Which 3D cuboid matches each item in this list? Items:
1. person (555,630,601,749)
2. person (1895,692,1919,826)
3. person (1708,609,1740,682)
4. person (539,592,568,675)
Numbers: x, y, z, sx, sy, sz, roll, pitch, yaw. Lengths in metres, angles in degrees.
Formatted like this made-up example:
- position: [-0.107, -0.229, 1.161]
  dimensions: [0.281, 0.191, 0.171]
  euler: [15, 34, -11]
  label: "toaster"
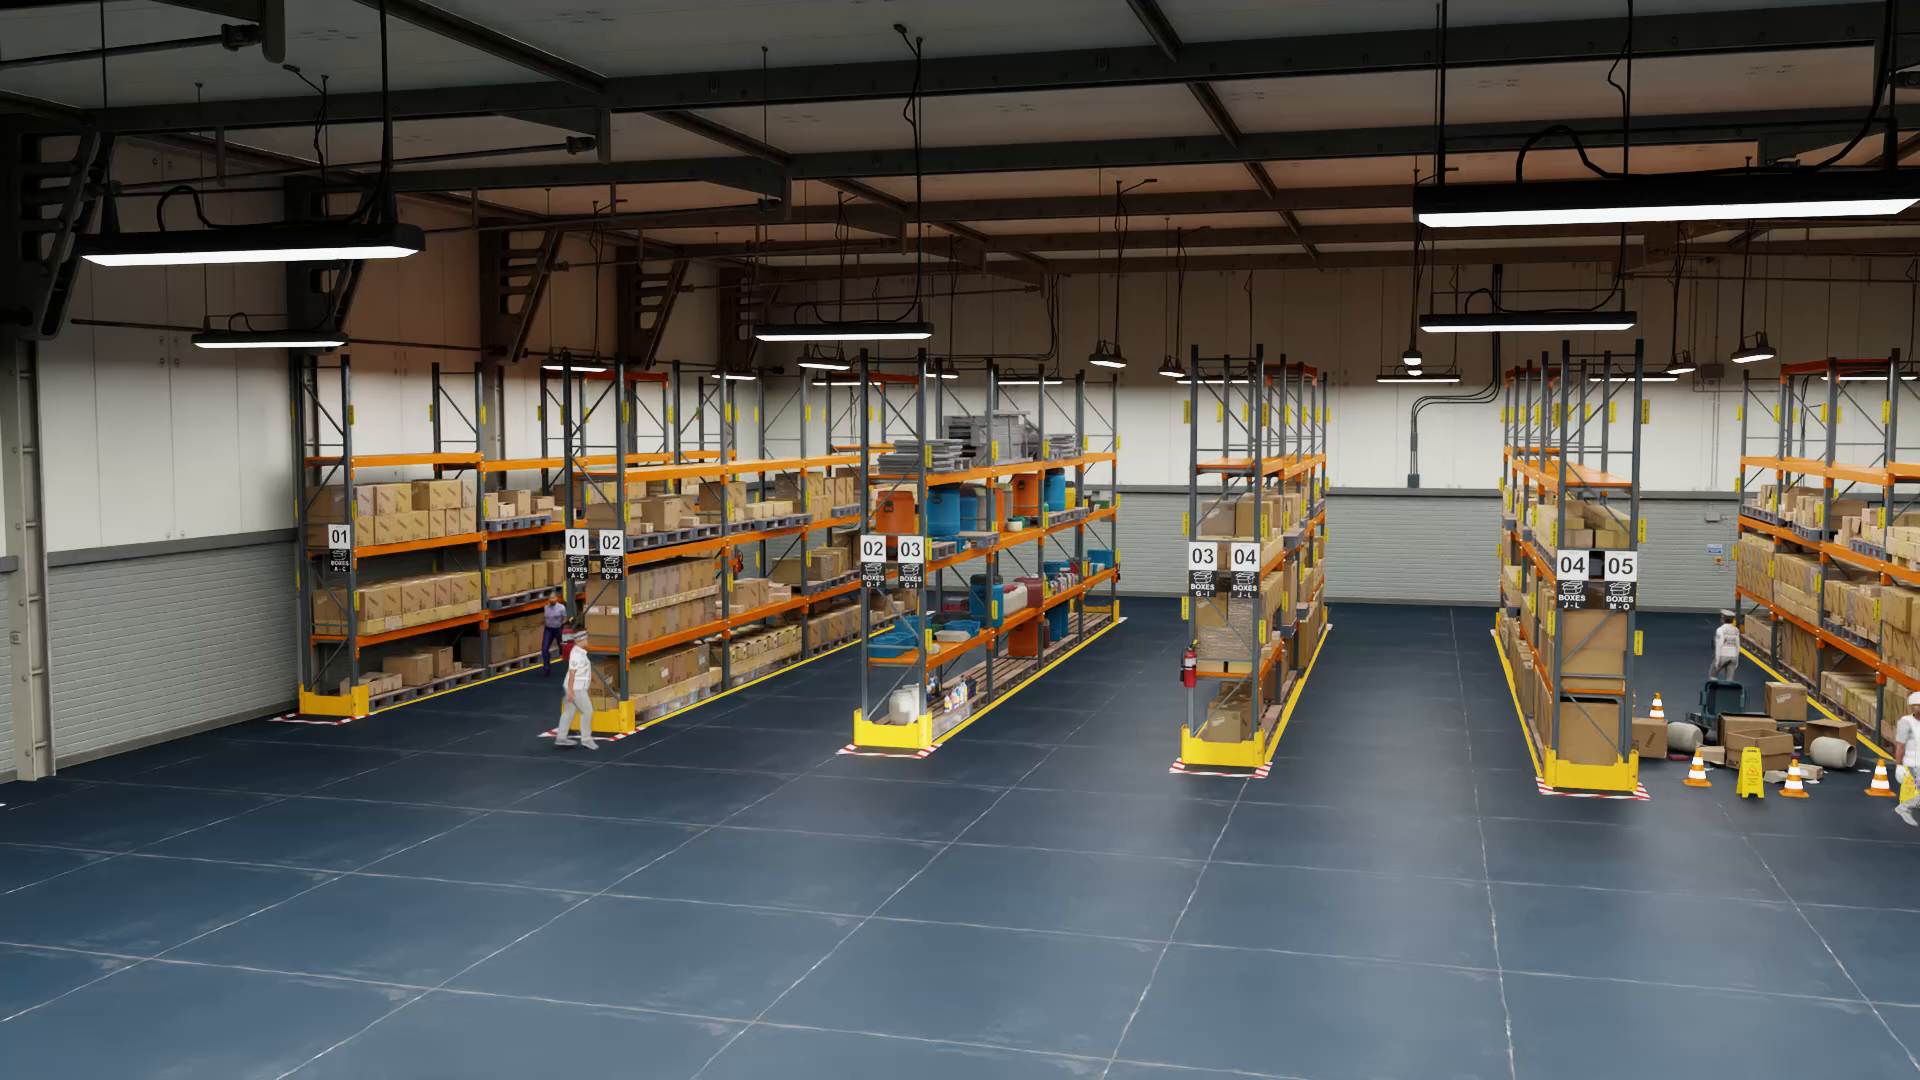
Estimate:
- position: [-5.782, 2.264, 25.101]
  dimensions: [0.660, 1.807, 0.576]
  euler: [-1, 4, -16]
  label: "person"
- position: [11.380, 2.660, 19.620]
  dimensions: [0.557, 1.744, 0.896]
  euler: [-1, 4, -17]
  label: "person"
- position: [13.071, 2.035, 28.379]
  dimensions: [0.503, 1.685, 0.419]
  euler: [-1, 4, -9]
  label: "person"
- position: [-7.821, 1.771, 32.225]
  dimensions: [0.492, 1.578, 0.947]
  euler: [1, 4, 8]
  label: "person"
